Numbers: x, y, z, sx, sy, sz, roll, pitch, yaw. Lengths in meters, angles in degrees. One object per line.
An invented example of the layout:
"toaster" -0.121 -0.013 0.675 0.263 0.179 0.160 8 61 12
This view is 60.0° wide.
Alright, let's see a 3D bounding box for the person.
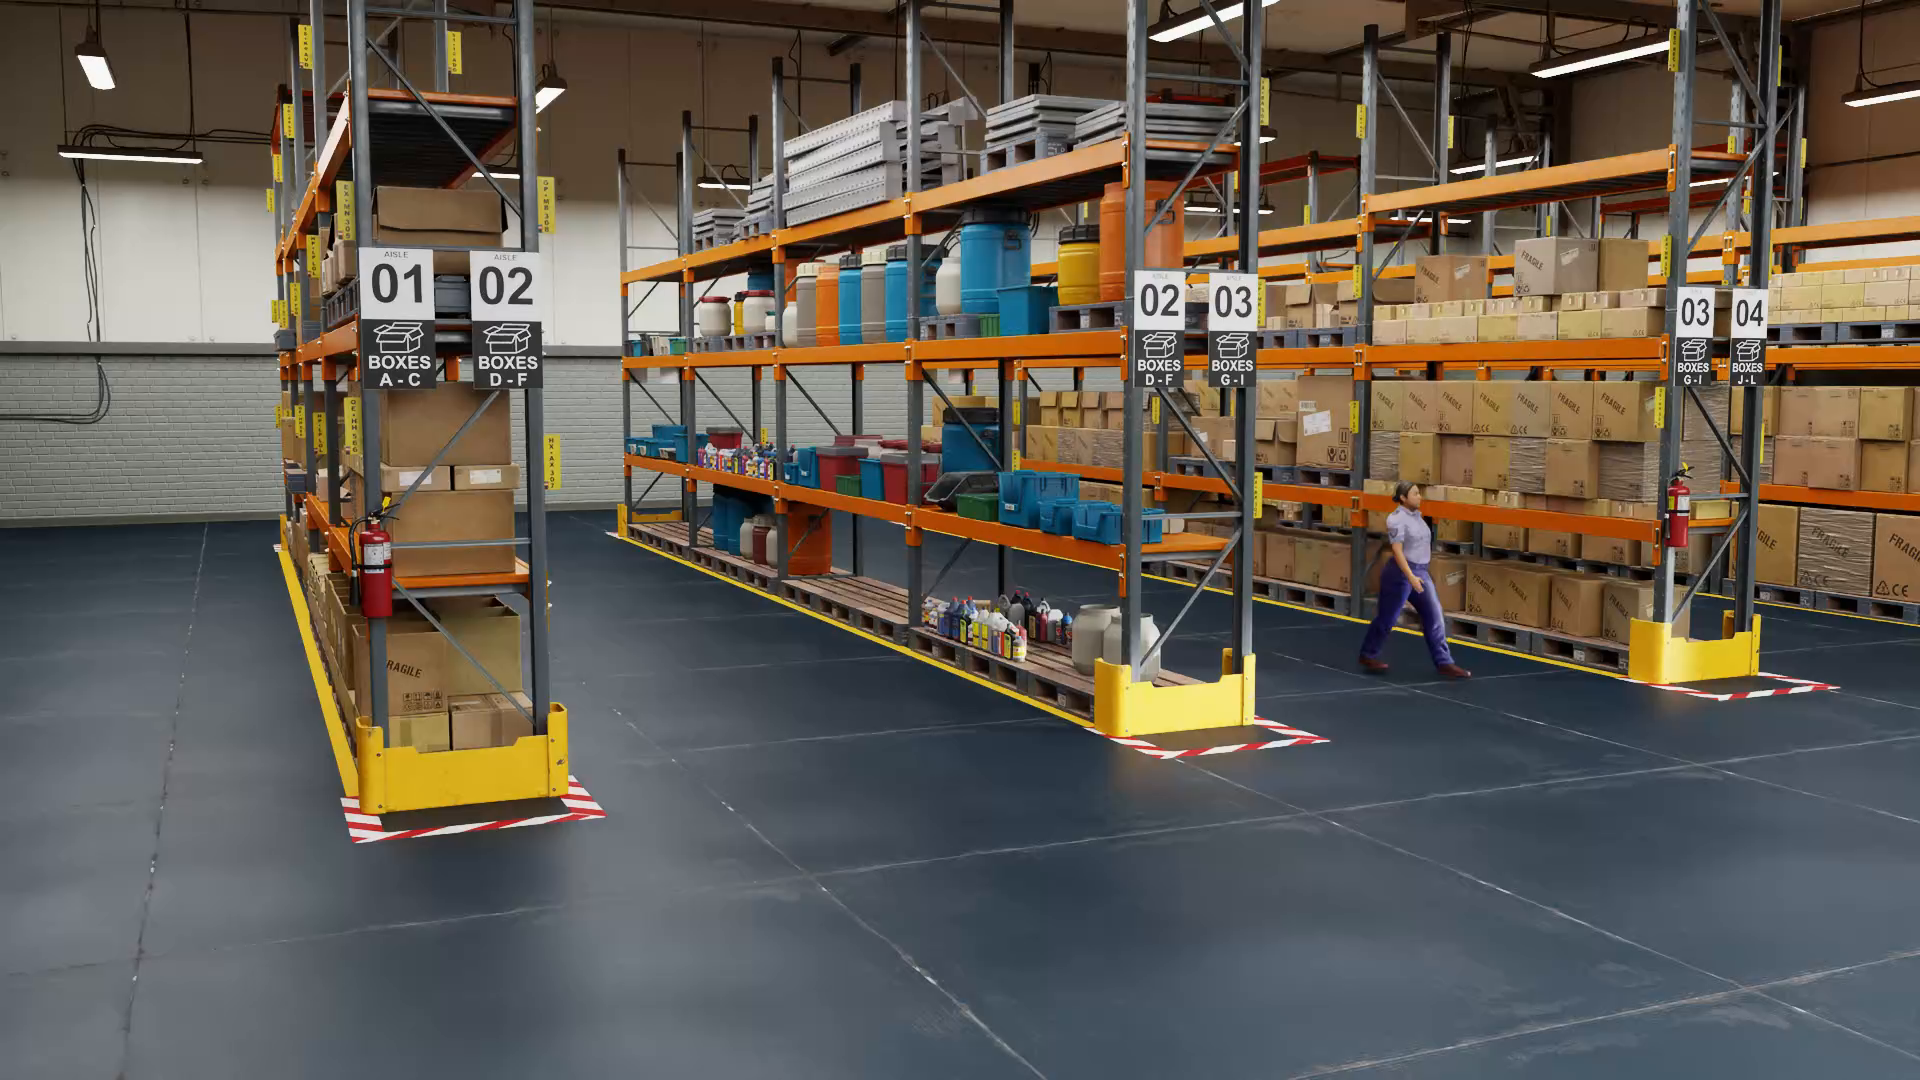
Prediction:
"person" 3.738 0.311 13.742 0.495 1.598 0.943 -5 8 -43
